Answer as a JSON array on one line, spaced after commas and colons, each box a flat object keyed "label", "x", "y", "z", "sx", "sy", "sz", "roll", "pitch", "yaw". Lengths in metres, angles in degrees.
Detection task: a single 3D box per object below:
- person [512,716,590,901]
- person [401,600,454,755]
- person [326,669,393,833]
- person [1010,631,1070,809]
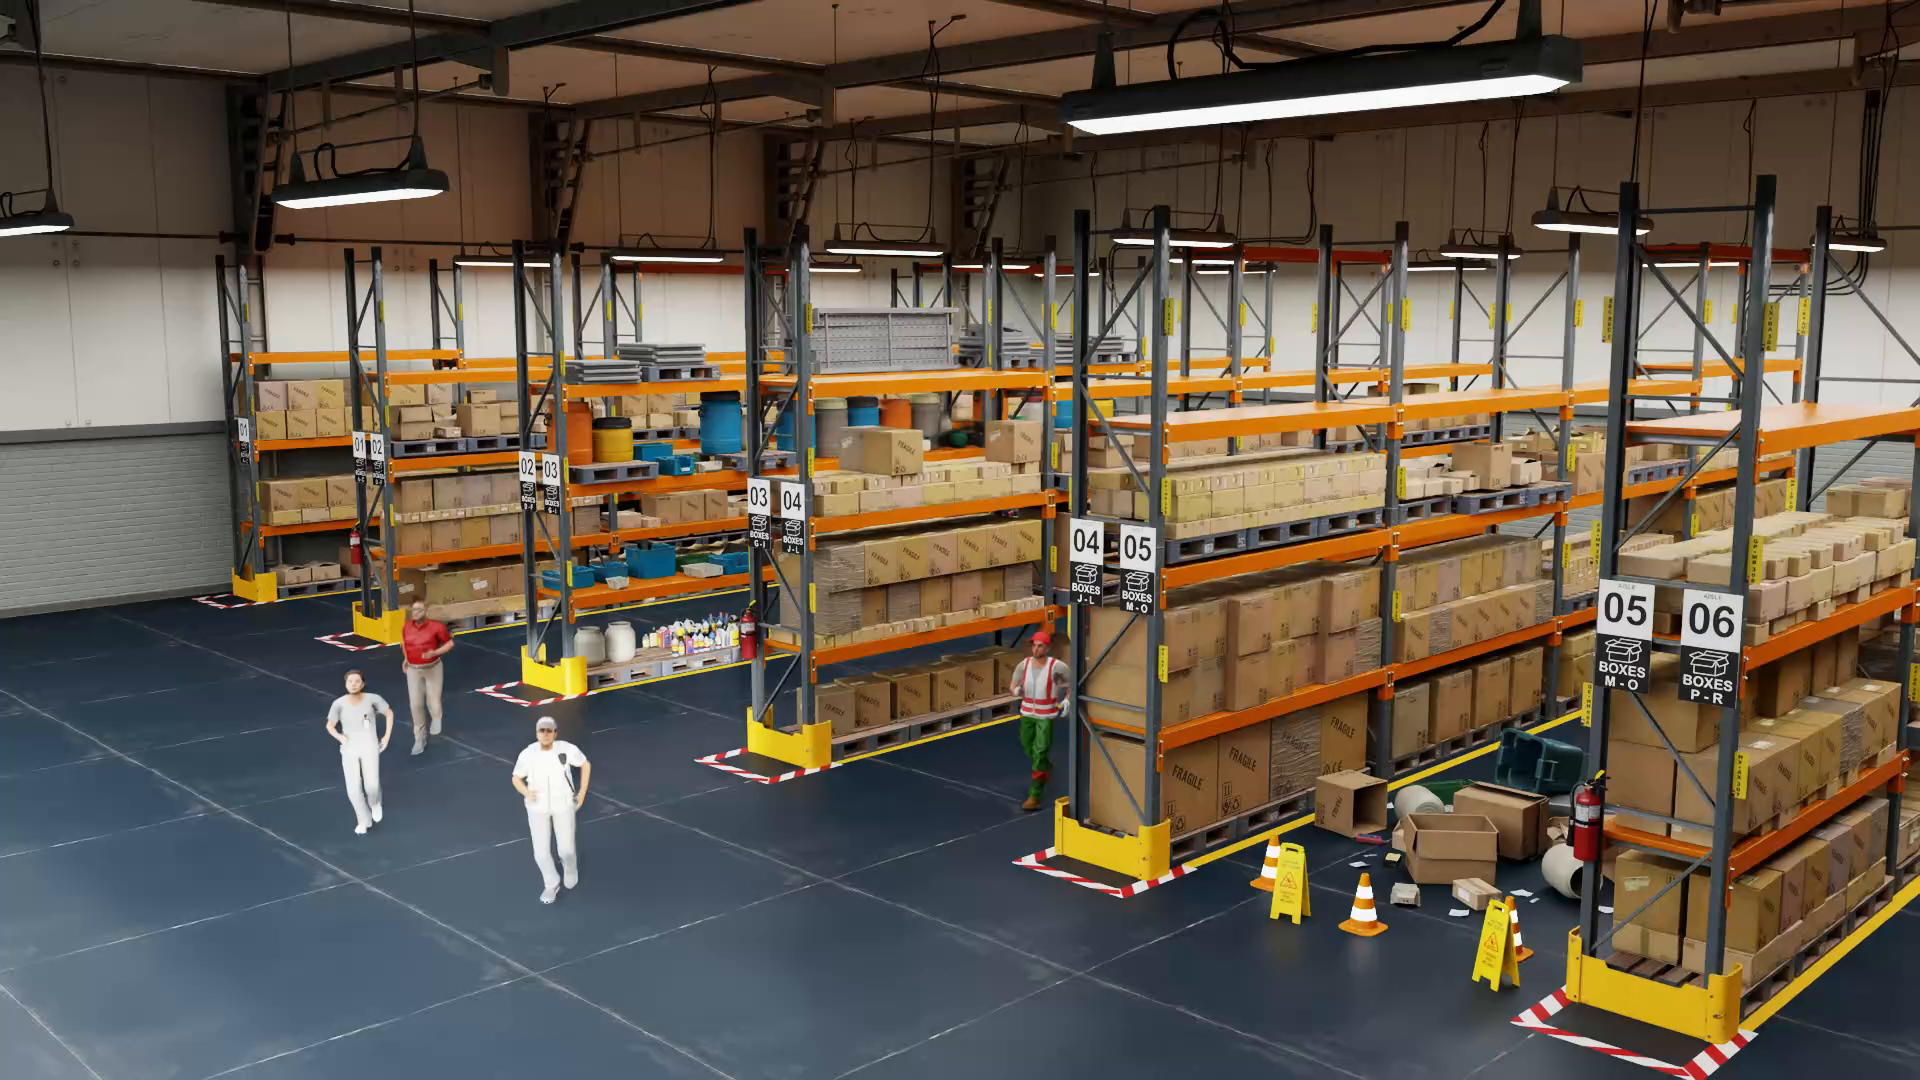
[{"label": "person", "x": -3.533, "y": 2.336, "z": 14.370, "sx": 0.657, "sy": 1.637, "sz": 0.522, "roll": -1, "pitch": 8, "yaw": -9}, {"label": "person", "x": -6.255, "y": 1.565, "z": 19.516, "sx": 0.647, "sy": 1.747, "sz": 0.910, "roll": -1, "pitch": 8, "yaw": -4}, {"label": "person", "x": -5.842, "y": 2.071, "z": 16.200, "sx": 0.612, "sy": 1.639, "sz": 0.542, "roll": -2, "pitch": 8, "yaw": -14}, {"label": "person", "x": 0.831, "y": 1.822, "z": 17.295, "sx": 0.667, "sy": 1.764, "sz": 0.976, "roll": 4, "pitch": 9, "yaw": 27}]
